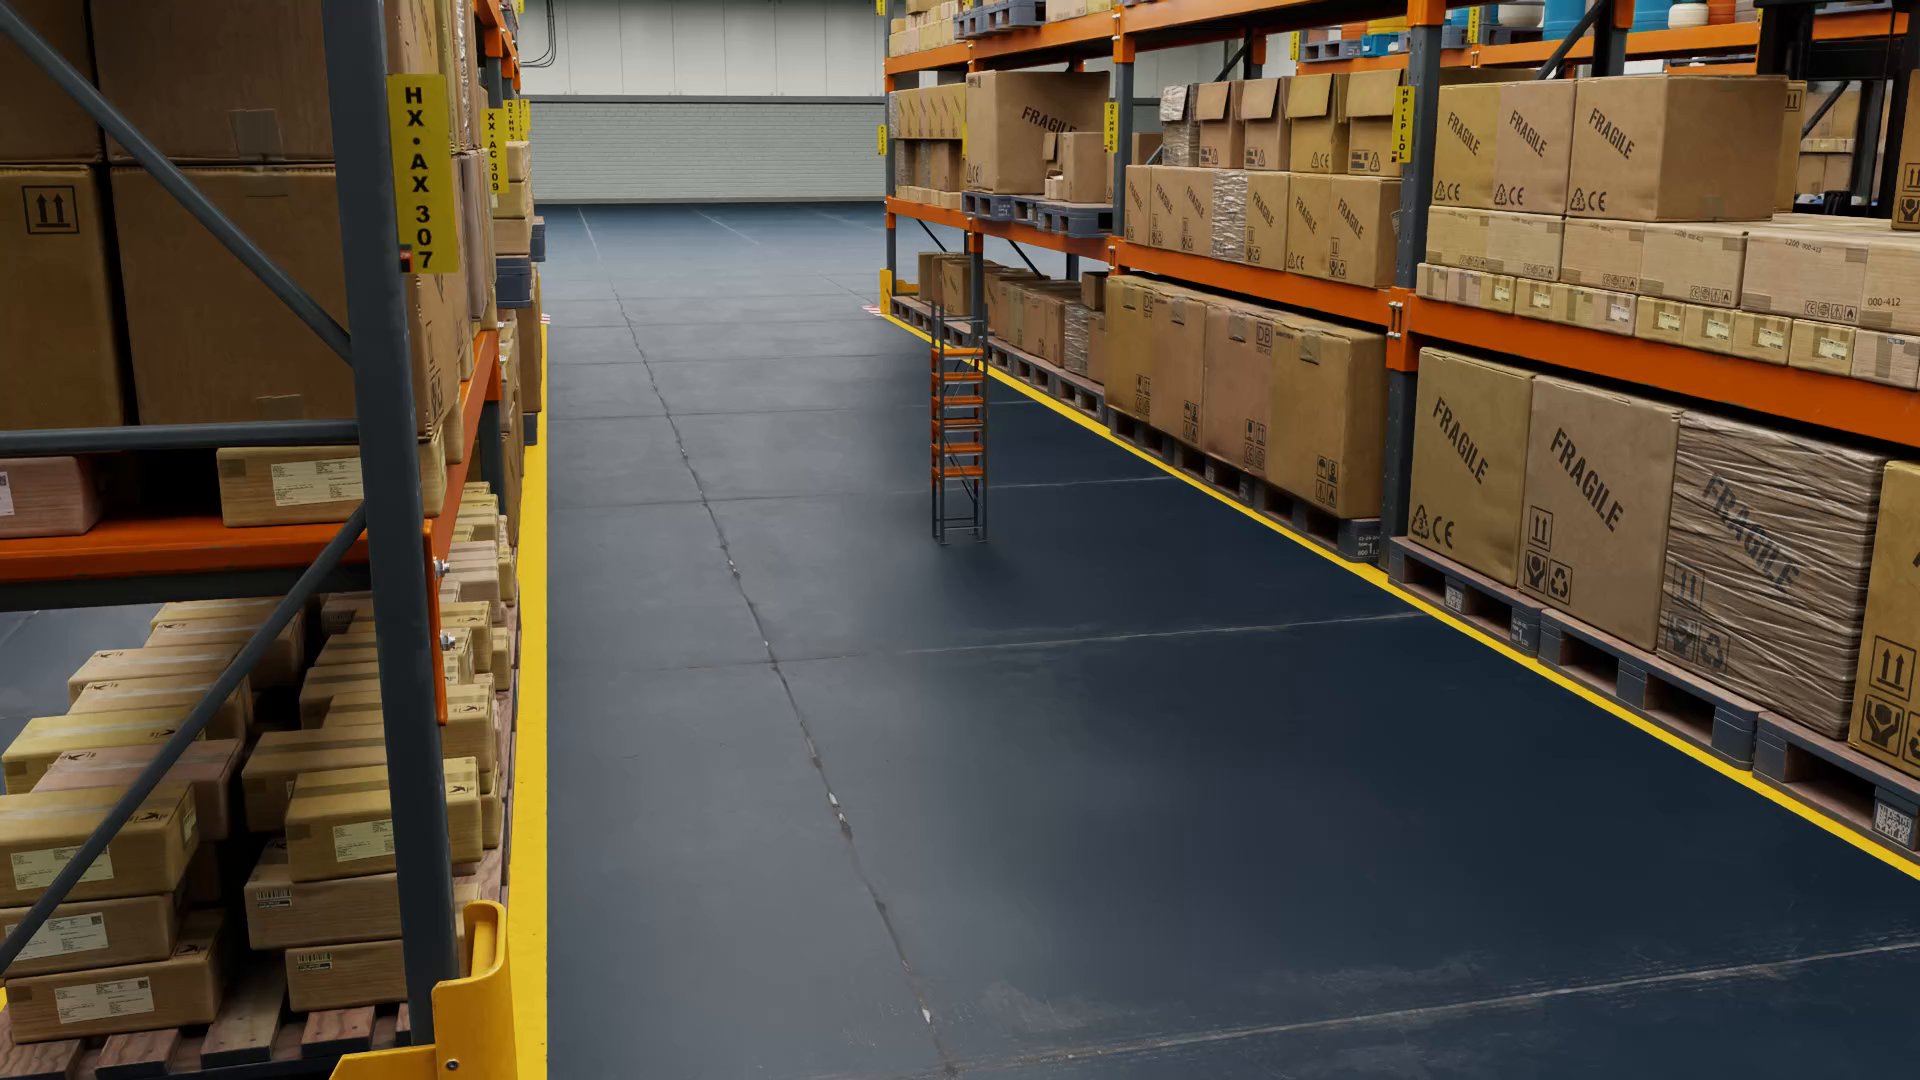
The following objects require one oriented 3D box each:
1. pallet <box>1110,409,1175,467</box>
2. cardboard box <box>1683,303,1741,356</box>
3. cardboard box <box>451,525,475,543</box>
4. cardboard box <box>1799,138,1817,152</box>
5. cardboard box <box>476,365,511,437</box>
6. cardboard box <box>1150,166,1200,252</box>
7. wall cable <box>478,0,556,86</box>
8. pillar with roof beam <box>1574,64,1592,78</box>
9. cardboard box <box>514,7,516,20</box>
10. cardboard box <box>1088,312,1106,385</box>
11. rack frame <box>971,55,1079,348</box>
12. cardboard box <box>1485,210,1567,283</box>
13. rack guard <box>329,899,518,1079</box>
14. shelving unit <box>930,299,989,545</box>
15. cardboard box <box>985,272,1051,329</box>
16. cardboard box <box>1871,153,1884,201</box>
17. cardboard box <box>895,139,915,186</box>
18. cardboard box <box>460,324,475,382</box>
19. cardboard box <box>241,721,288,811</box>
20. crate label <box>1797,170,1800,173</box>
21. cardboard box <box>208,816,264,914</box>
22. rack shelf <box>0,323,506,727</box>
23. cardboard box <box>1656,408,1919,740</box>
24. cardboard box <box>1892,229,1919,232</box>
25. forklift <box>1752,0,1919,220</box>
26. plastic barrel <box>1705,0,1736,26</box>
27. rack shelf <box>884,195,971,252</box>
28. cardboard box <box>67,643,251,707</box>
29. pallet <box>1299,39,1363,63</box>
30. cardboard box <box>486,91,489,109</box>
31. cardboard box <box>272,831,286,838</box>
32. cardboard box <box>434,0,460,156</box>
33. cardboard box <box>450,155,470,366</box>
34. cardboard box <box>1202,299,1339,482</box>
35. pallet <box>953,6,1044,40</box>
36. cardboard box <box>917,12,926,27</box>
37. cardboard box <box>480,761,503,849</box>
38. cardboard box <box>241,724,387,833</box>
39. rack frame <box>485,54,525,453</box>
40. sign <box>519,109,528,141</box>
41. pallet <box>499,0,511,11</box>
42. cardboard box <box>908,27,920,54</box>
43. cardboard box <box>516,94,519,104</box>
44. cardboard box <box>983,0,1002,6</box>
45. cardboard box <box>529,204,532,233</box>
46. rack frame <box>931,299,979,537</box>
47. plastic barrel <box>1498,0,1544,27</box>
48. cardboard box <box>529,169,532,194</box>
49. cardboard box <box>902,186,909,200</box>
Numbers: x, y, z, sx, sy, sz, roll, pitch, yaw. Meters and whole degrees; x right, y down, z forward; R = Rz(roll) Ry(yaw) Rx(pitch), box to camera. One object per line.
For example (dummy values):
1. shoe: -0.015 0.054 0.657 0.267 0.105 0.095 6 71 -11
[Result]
1. pallet: 1.649 -0.718 10.921 1.003 0.211 1.213 -3 14 -13
2. cardboard box: 2.653 -0.708 5.532 0.380 0.149 0.250 -3 14 -12
3. cardboard box: -1.883 0.055 5.751 0.380 0.149 0.250 -3 14 -11
4. cardboard box: 9.659 -4.440 18.704 0.380 0.149 0.250 -3 14 -12
5. cardboard box: -2.285 -0.622 7.454 0.500 0.250 0.500 -4 14 -16
6. cardboard box: 1.510 -2.061 10.332 0.500 0.500 0.500 -4 14 -15
7. wall cable: -12.732 -15.829 47.092 2.305 6.003 0.169 -3 14 -13
8. pillar with roof beam: 8.105 -10.262 31.469 9.100 9.000 0.400 -3 14 -13
9. cardboard box: -4.422 -5.029 15.805 0.380 0.149 0.250 -3 14 -12
10. cardboard box: 1.360 -1.412 12.224 0.700 0.500 0.500 -4 14 -16
11. rack frame: 0.597 -3.181 15.129 1.000 3.000 0.127 -3 14 -13
12. cardboard box: 2.444 -1.170 6.583 0.500 0.250 0.500 -3 14 -13
13. rack guard: -1.447 1.037 3.130 1.175 0.500 0.348 -3 14 -13
14. shelving unit: -0.003 -0.586 8.298 0.258 1.200 0.189 -3 14 -13
15. cardboard box: 0.542 -2.266 15.762 0.500 0.500 0.500 -4 14 -15
16. cardboard box: 10.117 -3.883 17.791 0.700 0.500 0.500 -4 14 -15
17. cardboard box: -0.240 -4.169 18.333 0.875 0.500 0.500 -3 14 -13
18. cardboard box: -1.637 -0.551 4.892 0.380 0.149 0.250 -3 14 -12
19. cardboard box: -1.918 0.583 4.215 0.380 0.149 0.250 -3 14 -14
20. crate label: 6.381 -2.796 13.477 0.502 0.435 0.616 -3 14 -13
21. cardboard box: -1.893 0.792 3.988 0.380 0.149 0.250 -3 14 -13
22. rack shelf: -1.899 -0.272 4.735 1.077 0.370 4.000 -3 14 -13
23. cardboard box: 2.974 0.062 5.445 0.875 0.875 0.875 -3 14 -13
24. cardboard box: 3.322 -0.846 5.260 0.500 0.250 0.500 -4 14 -15
25. forklift: 5.132 -1.744 9.391 3.031 2.935 1.130 -12 18 -39
26. plastic barrel: 6.216 -4.553 13.517 0.600 0.830 0.708 -3 14 -13
27. rack shelf: 0.128 -3.293 17.103 1.077 0.370 4.000 -3 14 -13
28. cardboard box: -2.104 0.388 4.387 0.380 0.149 0.250 -3 14 -11
29. pallet: 4.572 -5.549 18.899 1.003 0.211 1.213 -3 14 -13
30. cardboard box: -3.767 -2.997 12.055 0.700 0.500 0.500 -3 14 -14
31. cardboard box: -1.456 0.623 4.050 0.380 0.149 0.250 -3 14 -12
32. cardboard box: -1.502 -1.194 4.051 0.500 0.500 0.500 -4 14 -14
33. cardboard box: -1.519 -0.708 4.166 0.500 0.500 0.500 -3 14 -12
34. cardboard box: 2.096 -0.860 9.220 1.225 0.875 0.875 -4 14 -15
35. pallet: 0.639 -4.399 14.188 1.213 0.211 1.003 -3 14 -13
36. cardboard box: -0.230 -5.304 16.972 0.380 0.149 0.250 -4 14 -16
37. cardboard box: -1.401 0.704 4.346 0.380 0.149 0.250 -3 14 -12
38. cardboard box: -1.404 0.535 3.785 0.380 0.149 0.250 -3 14 -12
39. rack frame: -3.308 -2.005 10.316 1.000 3.000 0.127 -3 14 -13
40. sign: -3.722 -3.485 14.098 0.100 0.325 0.005 -3 14 -13
41. pallet: -3.511 -3.516 10.578 1.213 0.211 1.003 -3 14 -11
42. cardboard box: -0.241 -5.130 17.099 0.500 0.250 0.500 -3 14 -13
43. cardboard box: -4.919 -4.239 16.866 0.875 0.550 0.550 -3 14 -13
44. cardboard box: 0.612 -4.779 14.244 0.797 0.503 0.637 -4 14 -16
45. cardboard box: -2.382 -1.640 8.466 0.380 0.149 0.250 -4 14 -16
46. rack frame: -0.025 -0.607 8.385 0.240 1.200 0.006 -3 14 -13
47. plastic barrel: 5.502 -5.283 16.291 0.421 0.512 0.421 0 14 0
48. cardboard box: -2.621 -2.021 9.398 0.380 0.149 0.250 -3 14 -12
49. cardboard box: -0.423 -3.786 18.132 0.380 0.149 0.250 -3 14 -13
